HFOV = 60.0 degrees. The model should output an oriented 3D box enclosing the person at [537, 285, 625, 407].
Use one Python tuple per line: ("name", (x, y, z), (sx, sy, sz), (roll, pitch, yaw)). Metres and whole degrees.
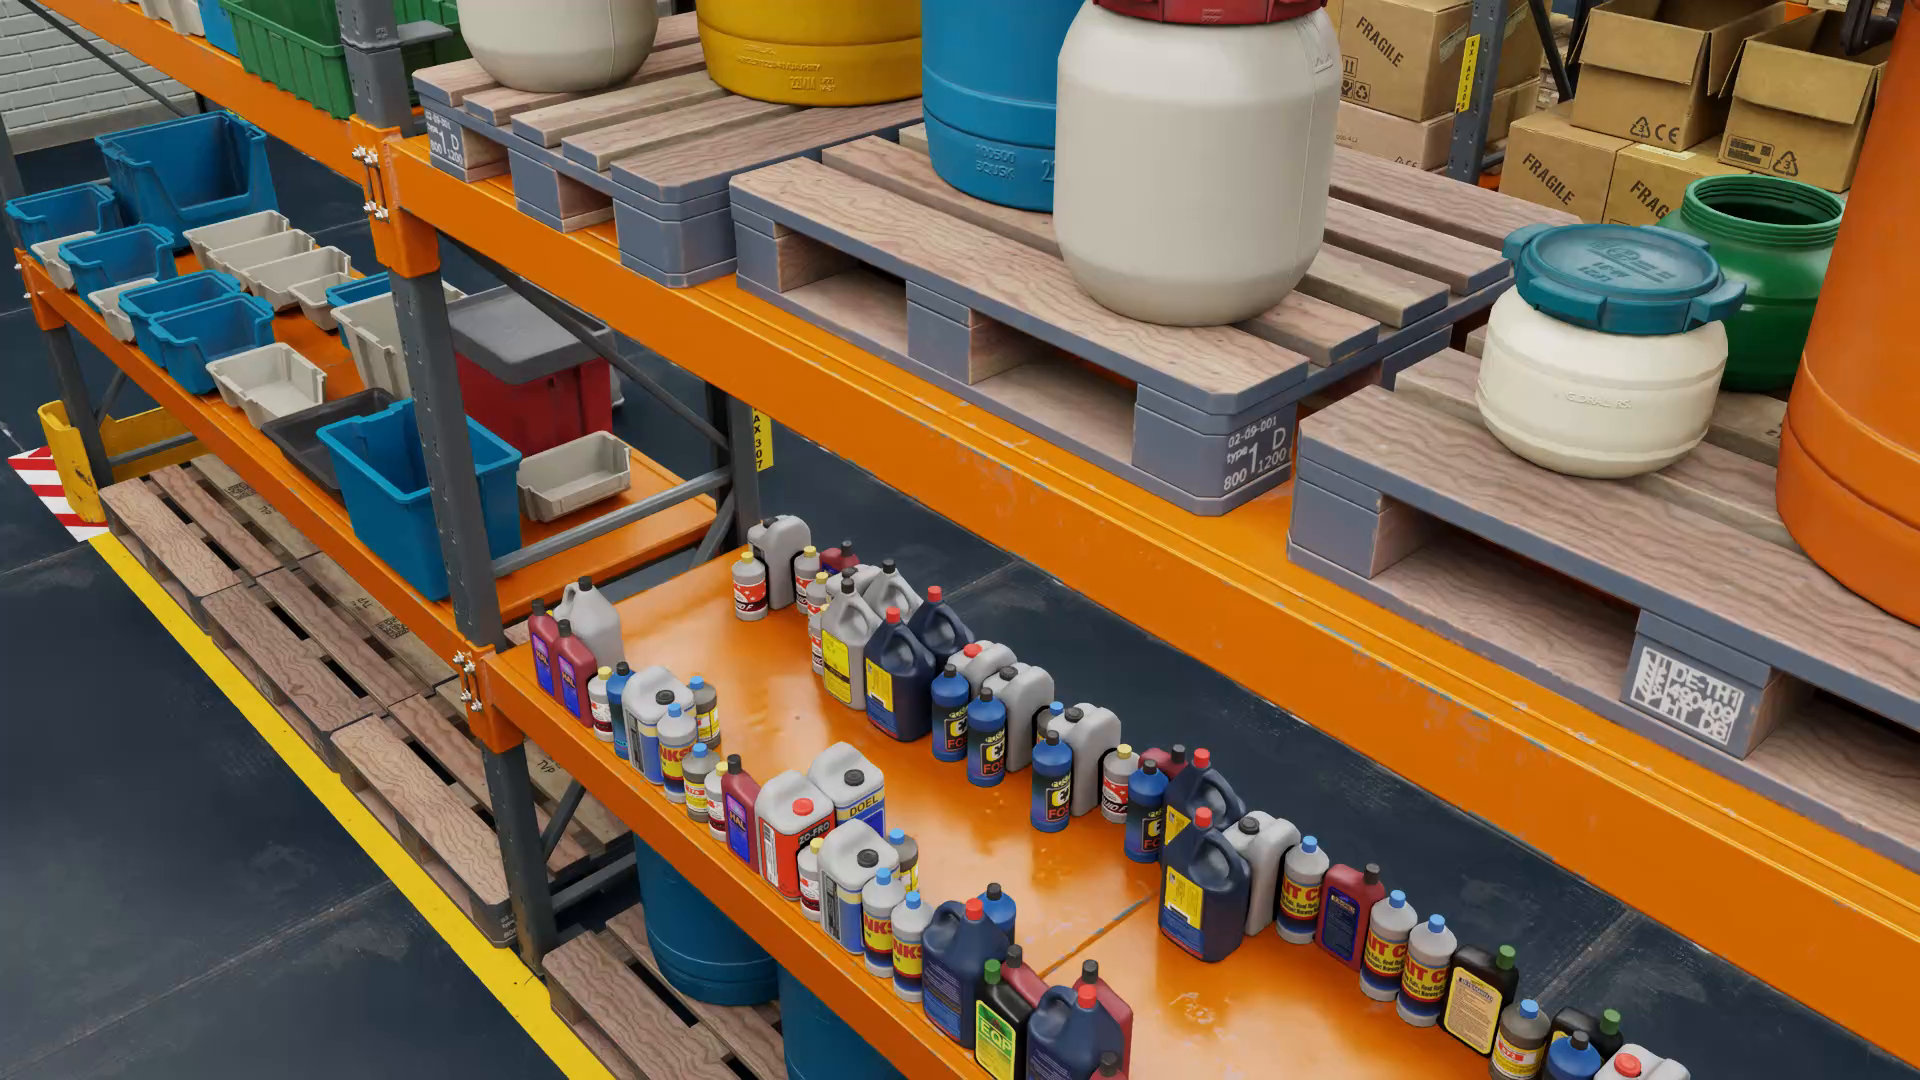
("person", (-2.150, -1.520, 8.519), (0.921, 1.653, 0.449), (18, 36, 27))
